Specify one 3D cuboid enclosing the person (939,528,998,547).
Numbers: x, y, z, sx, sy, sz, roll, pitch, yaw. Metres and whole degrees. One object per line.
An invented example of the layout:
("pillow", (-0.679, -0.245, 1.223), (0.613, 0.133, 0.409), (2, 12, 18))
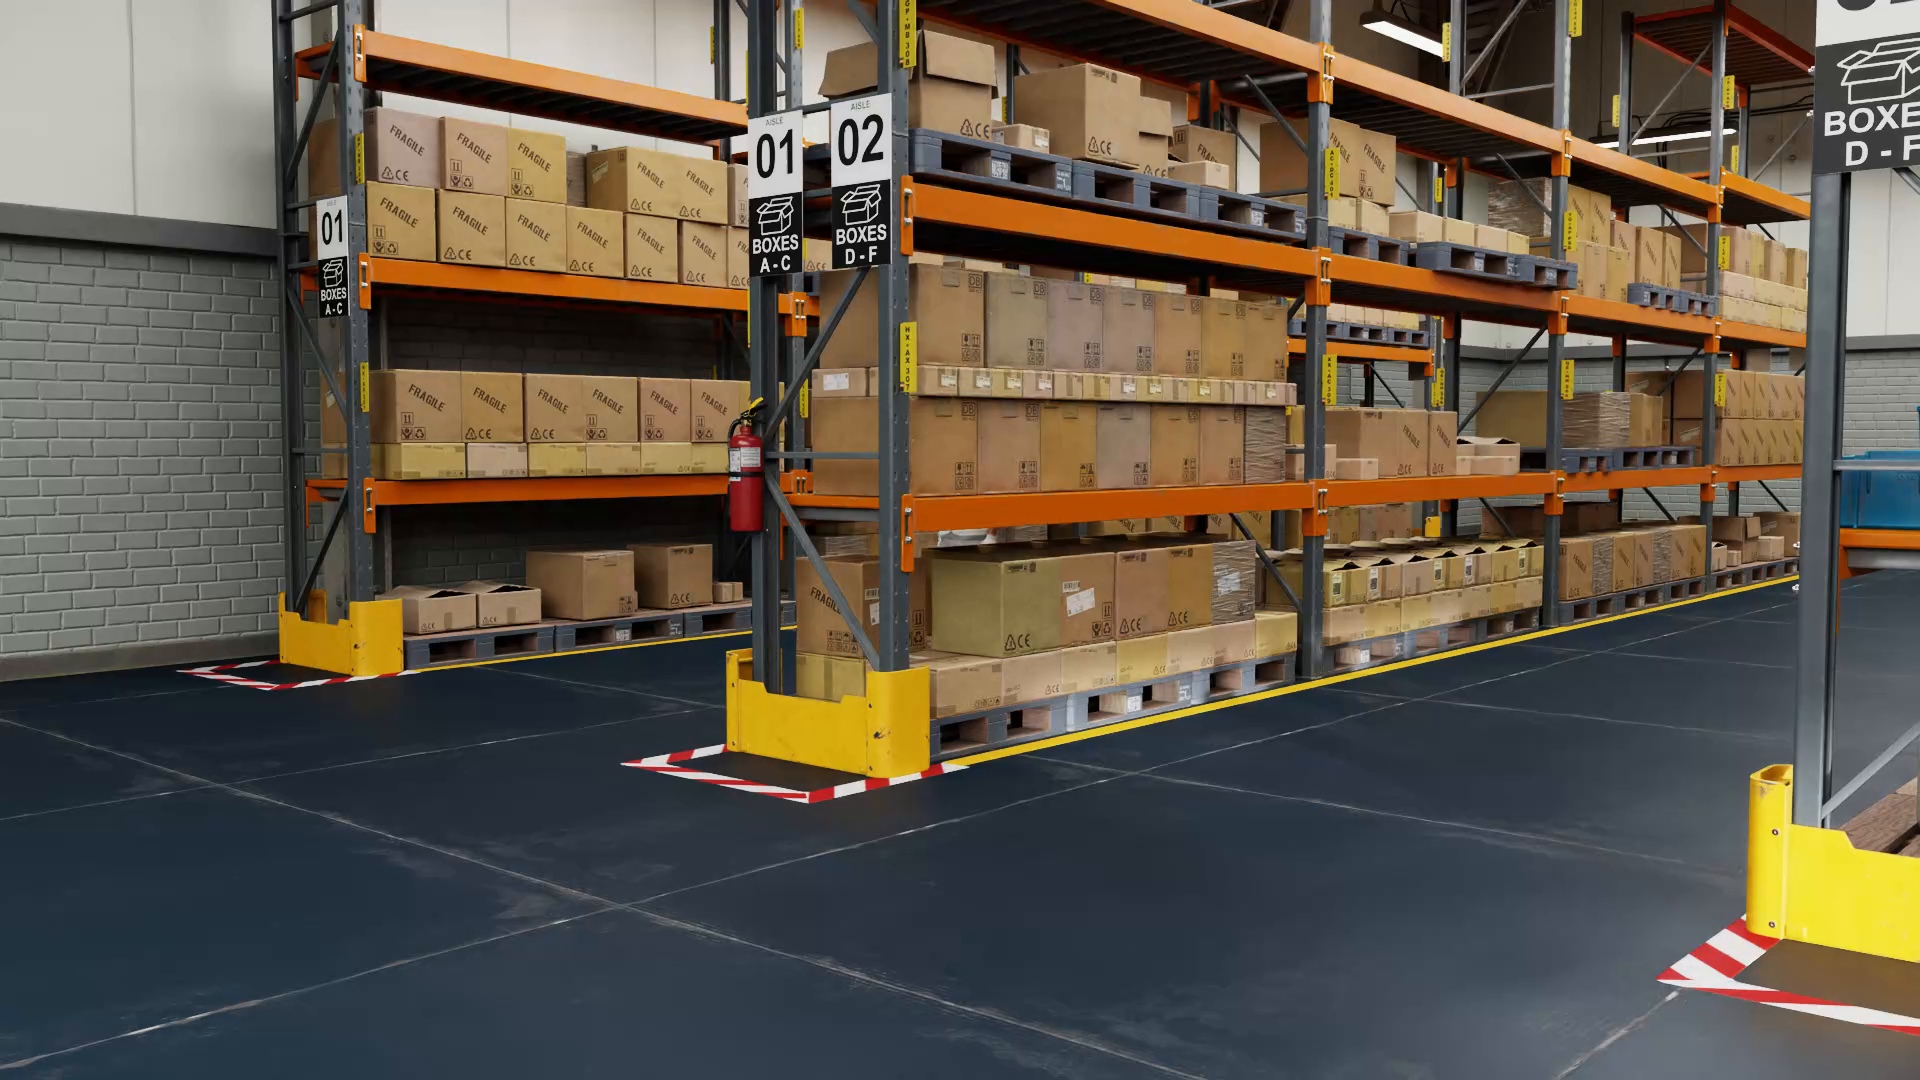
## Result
("person", (0.049, 0.013, 11.408), (0.523, 1.799, 0.350), (3, 5, 42))
